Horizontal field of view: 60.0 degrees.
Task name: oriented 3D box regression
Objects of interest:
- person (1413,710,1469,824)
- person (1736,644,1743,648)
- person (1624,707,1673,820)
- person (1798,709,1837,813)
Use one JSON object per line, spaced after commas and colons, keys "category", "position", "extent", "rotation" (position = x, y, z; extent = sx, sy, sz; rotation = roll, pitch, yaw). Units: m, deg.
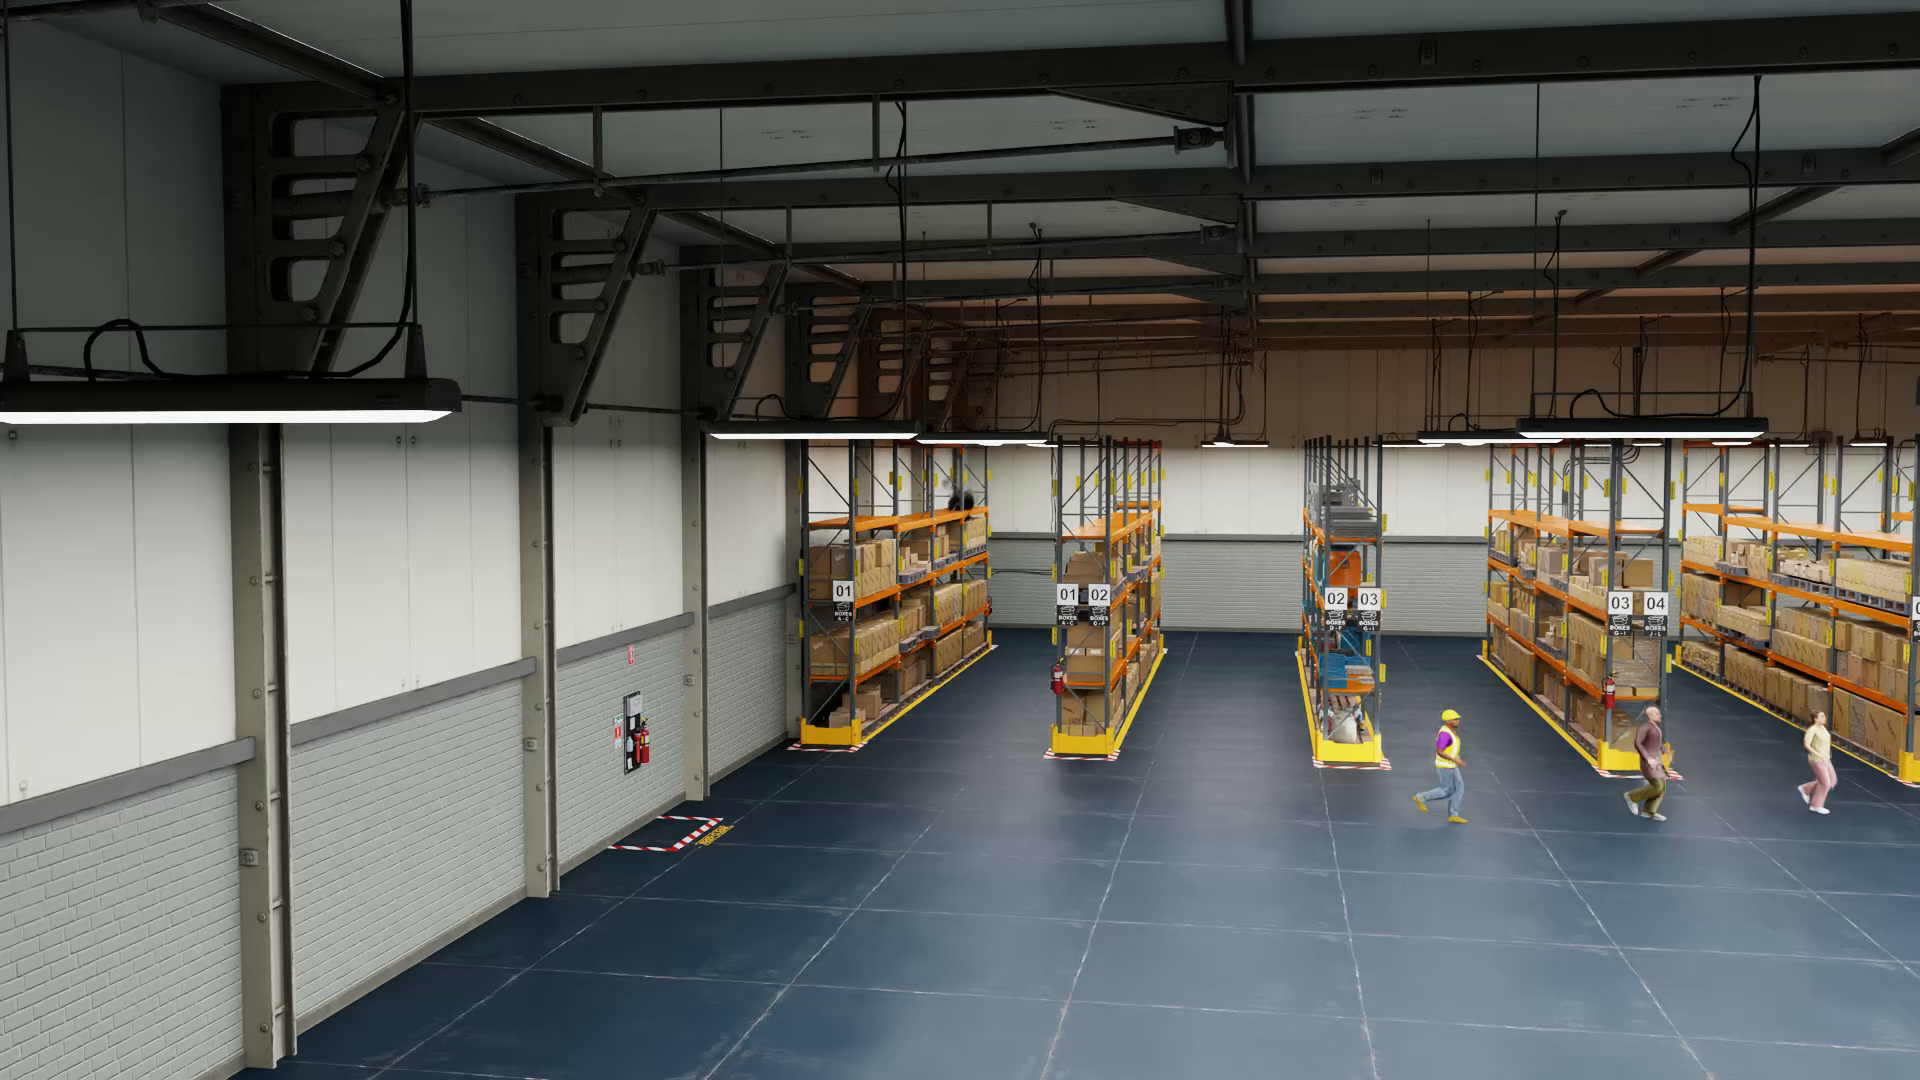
{"category": "person", "position": [7.424, 3.474, 25.609], "extent": [0.815, 1.739, 0.689], "rotation": [2, 3, 27]}
{"category": "person", "position": [21.069, 2.417, 44.663], "extent": [0.765, 1.757, 1.043], "rotation": [-1, 3, -17]}
{"category": "person", "position": [10.699, 3.456, 25.840], "extent": [0.635, 1.750, 0.731], "rotation": [3, 4, 40]}
{"category": "person", "position": [13.565, 3.488, 26.325], "extent": [0.580, 1.636, 0.547], "rotation": [-3, 4, -40]}
